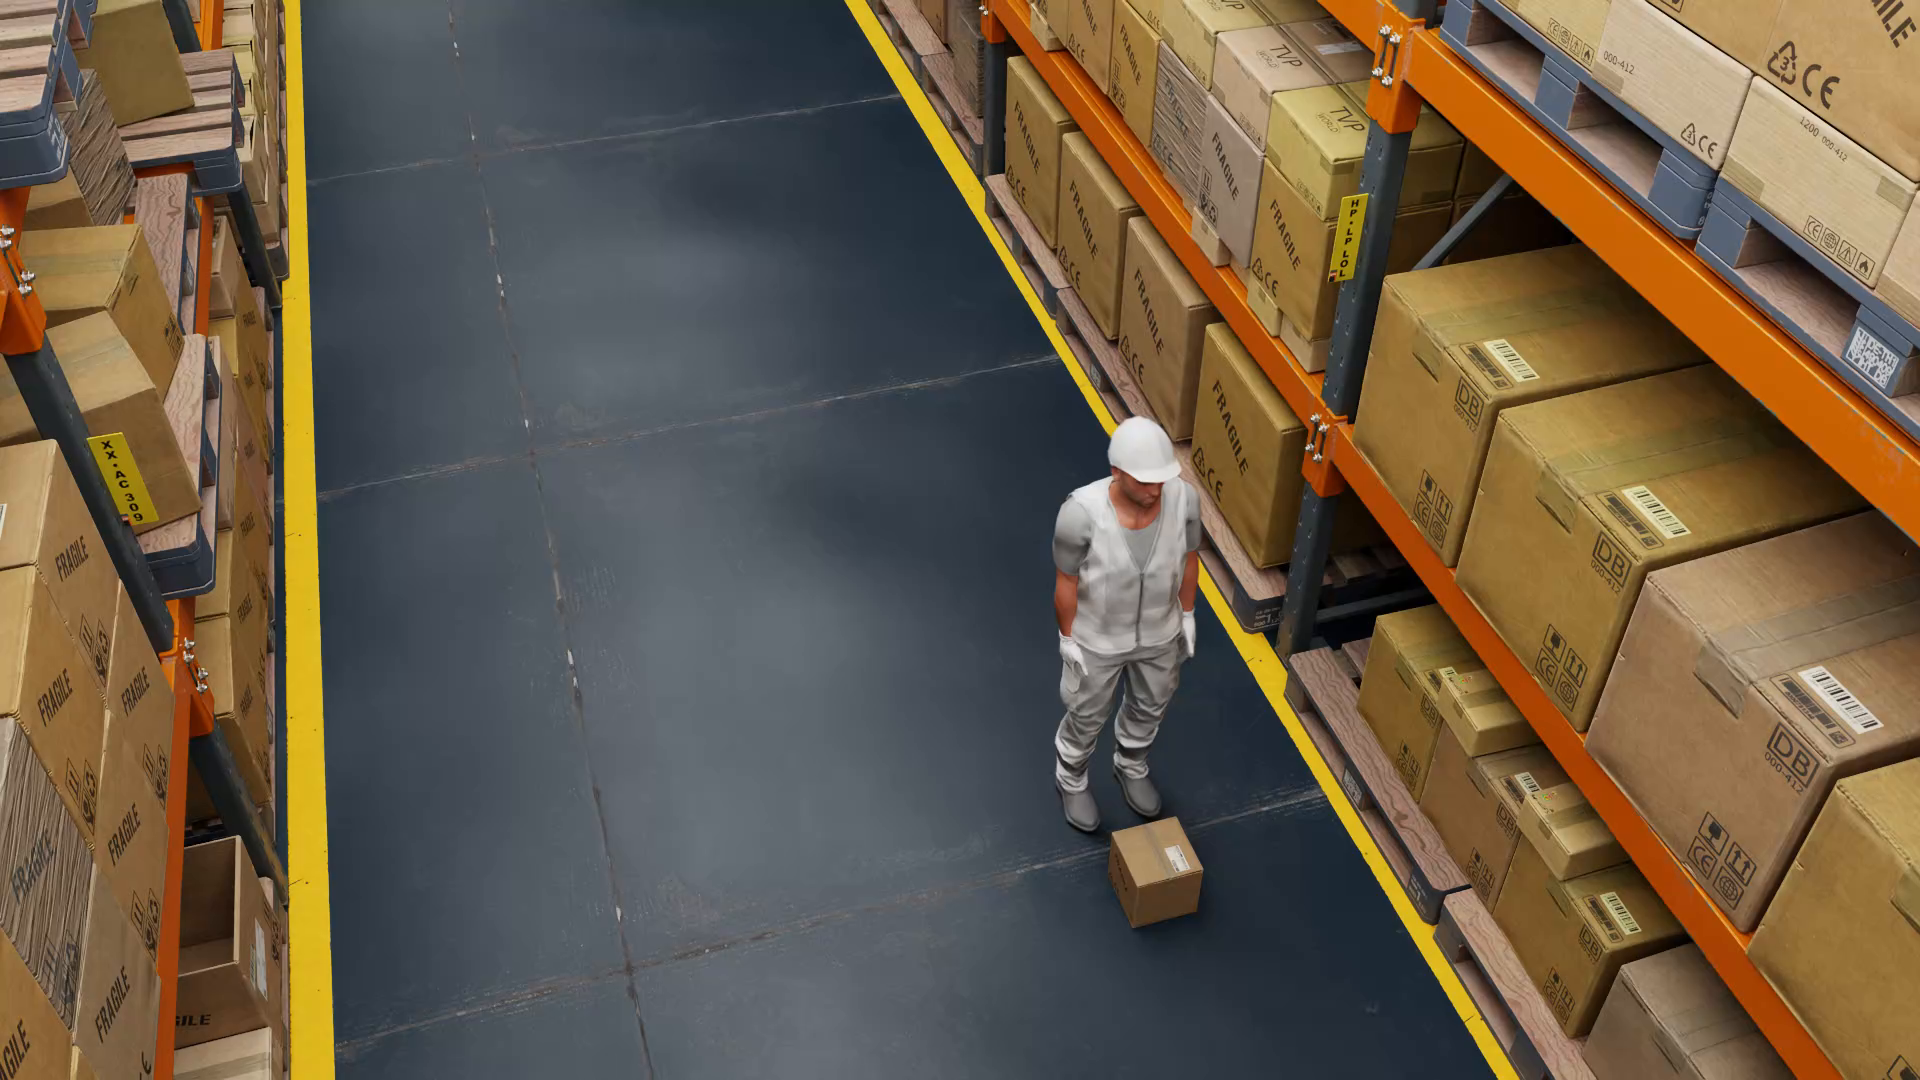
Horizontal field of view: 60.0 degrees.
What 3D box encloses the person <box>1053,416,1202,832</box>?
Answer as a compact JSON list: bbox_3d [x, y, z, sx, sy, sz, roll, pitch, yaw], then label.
[{"bbox_3d":[0.574,0.306,5.802,0.525,1.784,0.327,-11,43,-12],"label":"person"}]
